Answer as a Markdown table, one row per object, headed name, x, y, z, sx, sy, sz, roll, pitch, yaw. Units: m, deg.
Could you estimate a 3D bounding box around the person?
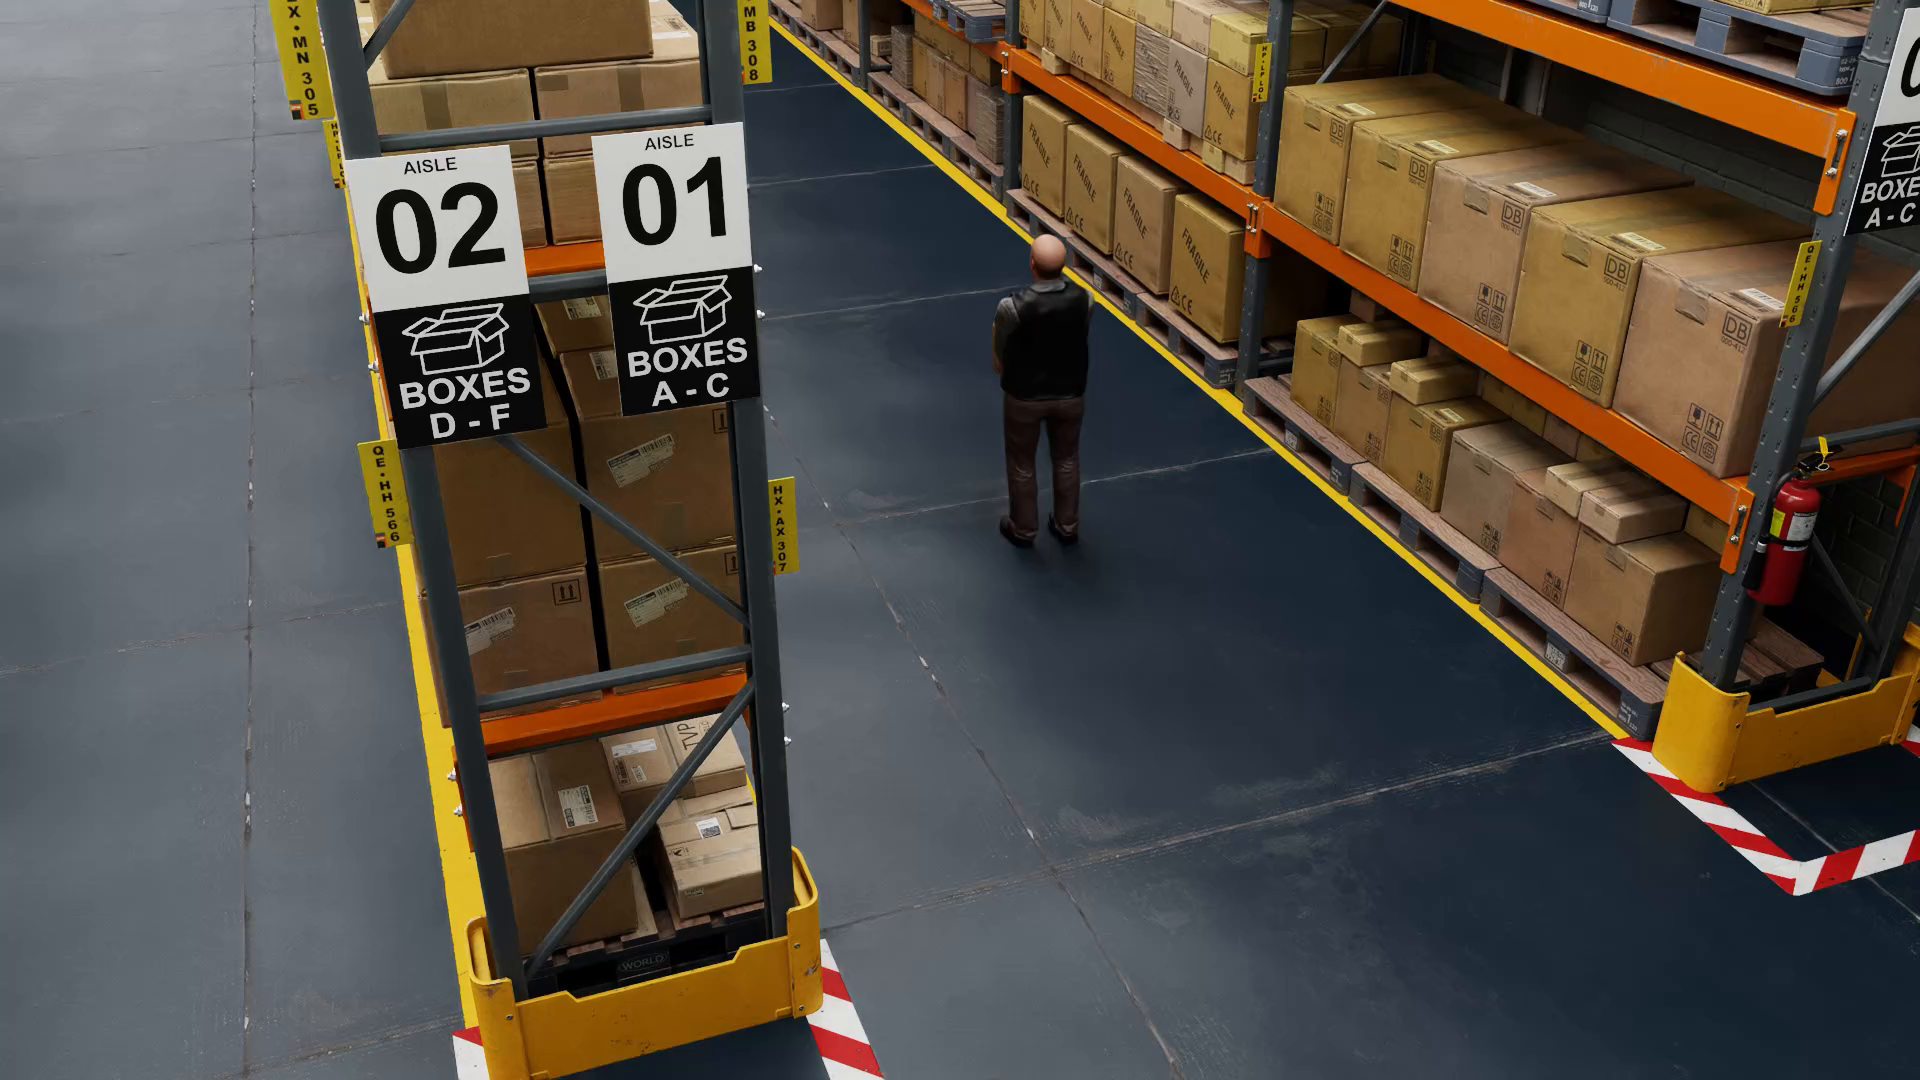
| name | x | y | z | sx | sy | sz | roll | pitch | yaw |
| --- | --- | --- | --- | --- | --- | --- | --- | --- | --- |
| person | 0.399 | -0.750 | 8.546 | 0.500 | 1.648 | 0.536 | -6 | 30 | -11 |
